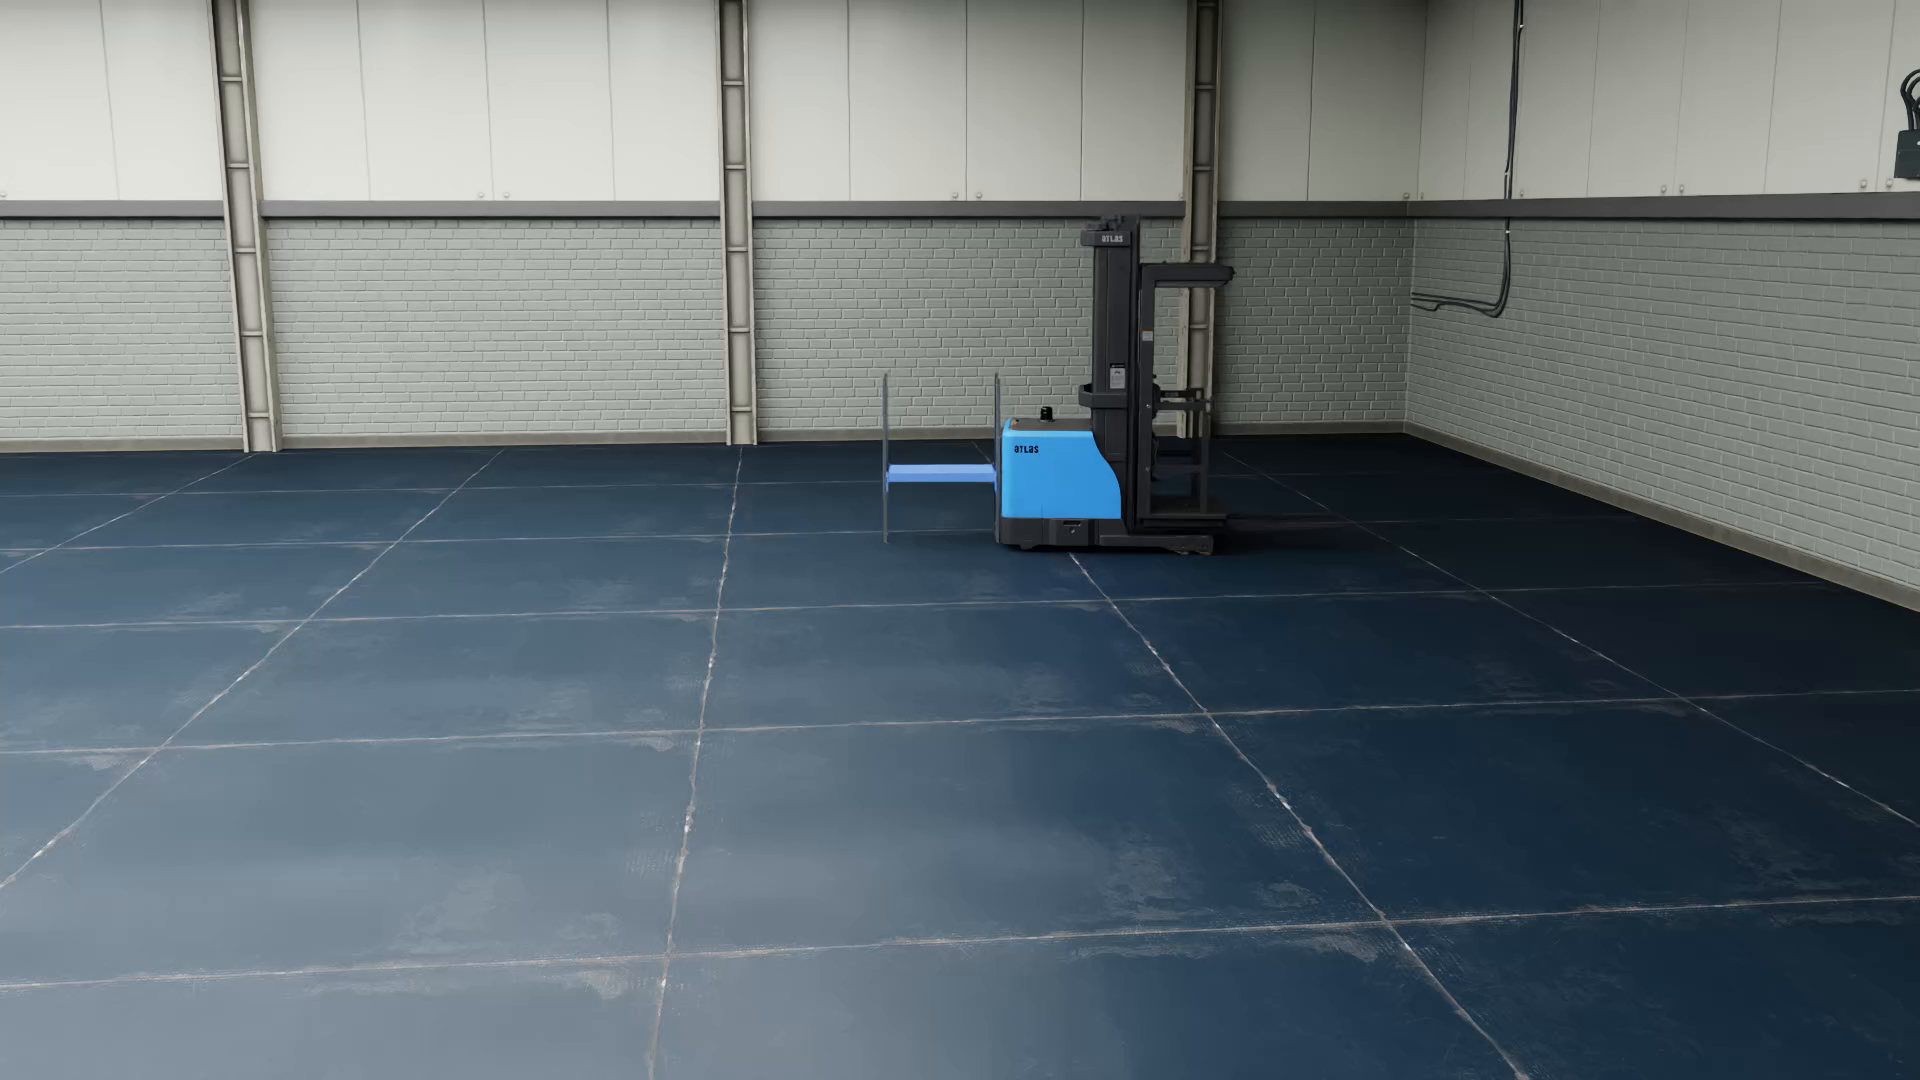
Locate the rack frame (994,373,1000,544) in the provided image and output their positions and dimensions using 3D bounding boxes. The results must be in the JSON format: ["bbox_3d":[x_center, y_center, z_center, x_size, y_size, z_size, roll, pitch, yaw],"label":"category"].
[{"bbox_3d":[0.339,-0.751,15.182,0.032,1.500,0.500,0,11,-1],"label":"rack frame"}]

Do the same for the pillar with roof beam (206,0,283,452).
[{"bbox_3d":[-8.335,-4.725,15.957,0.400,9.000,9.100,-1,11,-6],"label":"pillar with roof beam"}]

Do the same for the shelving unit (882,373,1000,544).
[{"bbox_3d":[-0.169,-0.750,15.175,1.048,1.500,0.538,0,11,-1],"label":"shelving unit"}]

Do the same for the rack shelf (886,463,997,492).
[{"bbox_3d":[-0.169,-0.573,15.210,1.000,0.185,0.538,0,11,-1],"label":"rack shelf"}]

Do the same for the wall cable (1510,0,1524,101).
[{"bbox_3d":[6.493,-6.044,17.623,0.112,2.526,3.097,-1,11,-6],"label":"wall cable"}]

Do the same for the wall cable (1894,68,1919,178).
[{"bbox_3d":[7.210,-5.456,10.859,0.169,6.003,2.305,-1,11,-6],"label":"wall cable"}]

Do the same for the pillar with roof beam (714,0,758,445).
[{"bbox_3d":[-2.371,-4.850,16.592,0.400,9.000,9.100,-1,11,-6],"label":"pillar with roof beam"}]

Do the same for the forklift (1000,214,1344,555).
[{"bbox_3d":[1.893,-1.413,14.839,3.031,2.935,1.130,1,11,3],"label":"forklift"}]

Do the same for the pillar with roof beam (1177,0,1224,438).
[{"bbox_3d":[3.594,-4.975,17.228,0.400,9.000,9.100,-1,11,-6],"label":"pillar with roof beam"}]

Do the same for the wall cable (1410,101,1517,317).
[{"bbox_3d":[6.201,-4.085,20.749,0.112,2.526,3.097,-1,11,-6],"label":"wall cable"}]

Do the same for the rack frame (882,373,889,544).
[{"bbox_3d":[-0.677,-0.748,15.168,0.032,1.500,0.500,0,11,-1],"label":"rack frame"}]
